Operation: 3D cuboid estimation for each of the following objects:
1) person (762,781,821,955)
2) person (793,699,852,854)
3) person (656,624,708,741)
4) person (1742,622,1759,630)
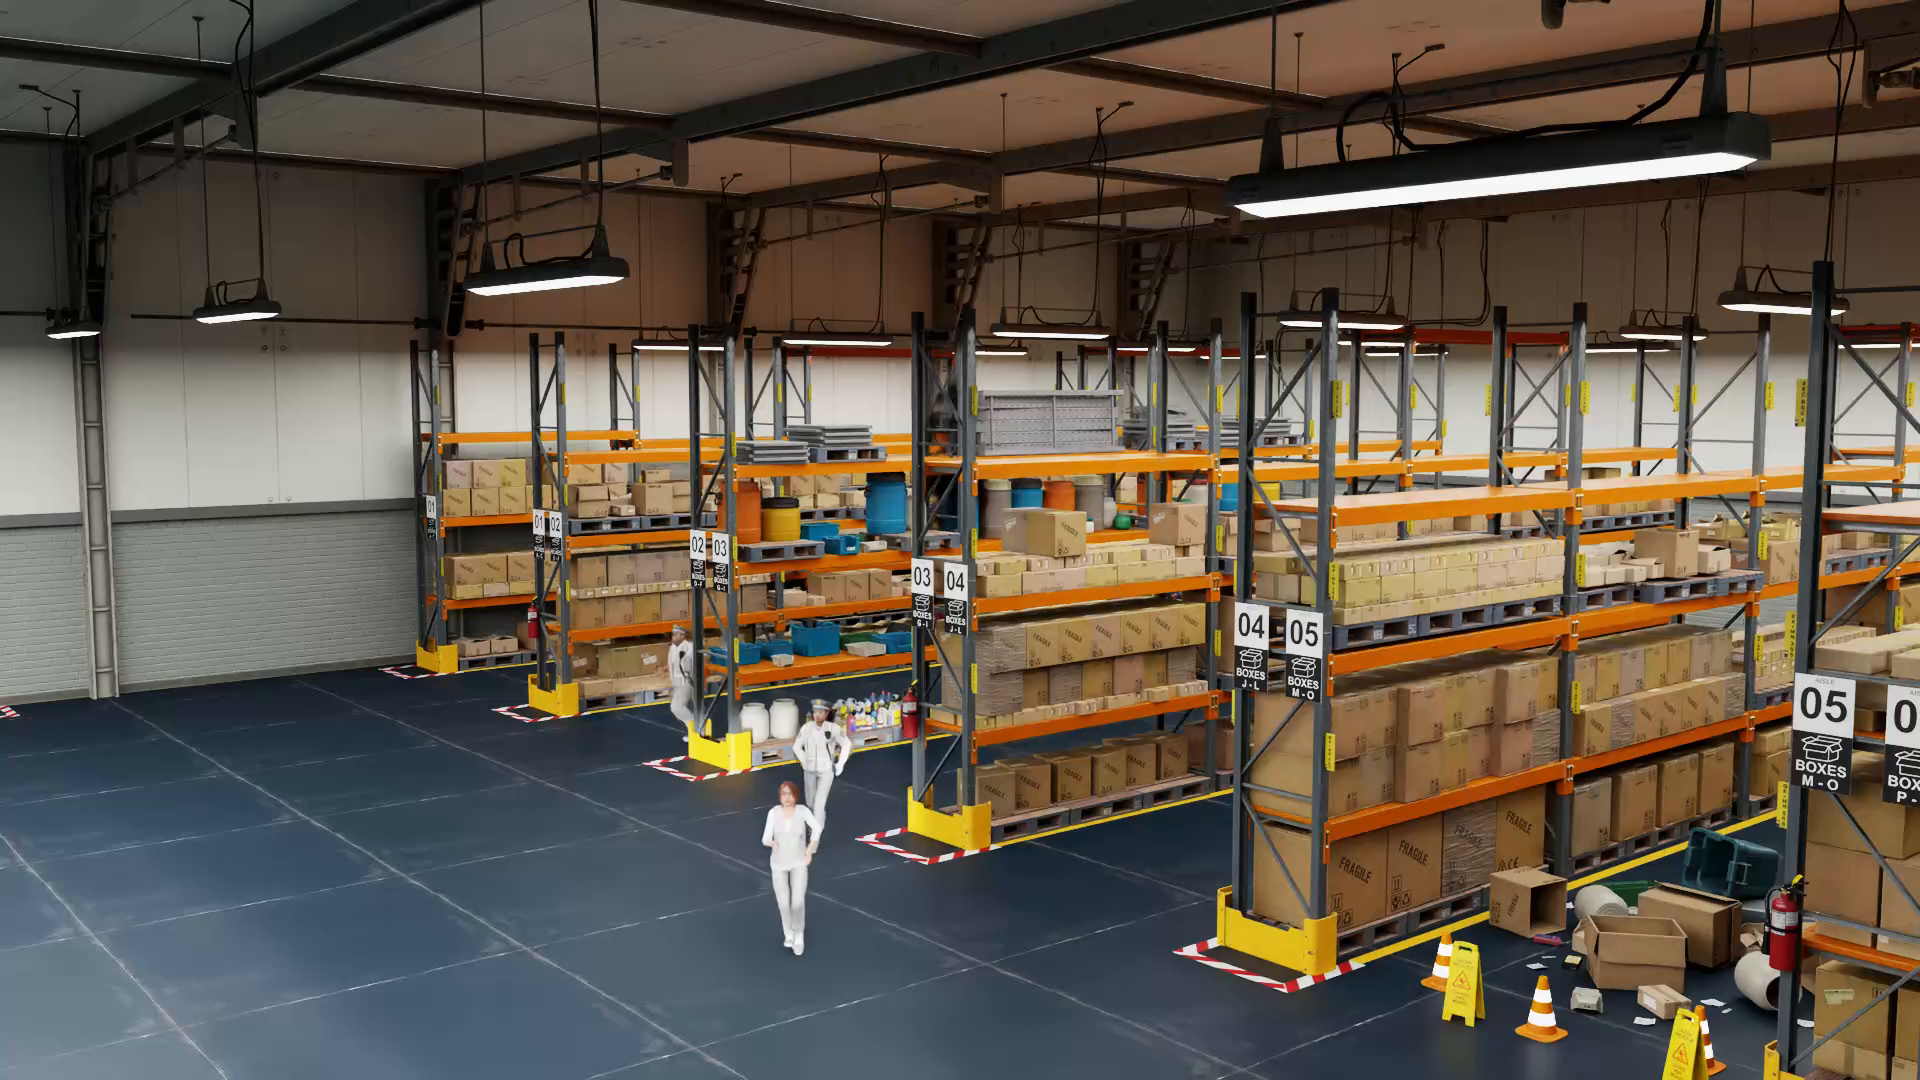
[{"bbox_3d":[-1.537,2.980,15.071,0.516,1.592,0.613,0,5,2],"label":"person"},{"bbox_3d":[-1.558,2.604,18.690,0.647,1.691,0.819,1,5,12],"label":"person"},{"bbox_3d":[-4.022,2.072,24.048,0.707,1.731,0.669,-5,7,-43],"label":"person"},{"bbox_3d":[11.695,2.029,24.572,0.653,1.736,0.717,-4,6,-35],"label":"person"}]
